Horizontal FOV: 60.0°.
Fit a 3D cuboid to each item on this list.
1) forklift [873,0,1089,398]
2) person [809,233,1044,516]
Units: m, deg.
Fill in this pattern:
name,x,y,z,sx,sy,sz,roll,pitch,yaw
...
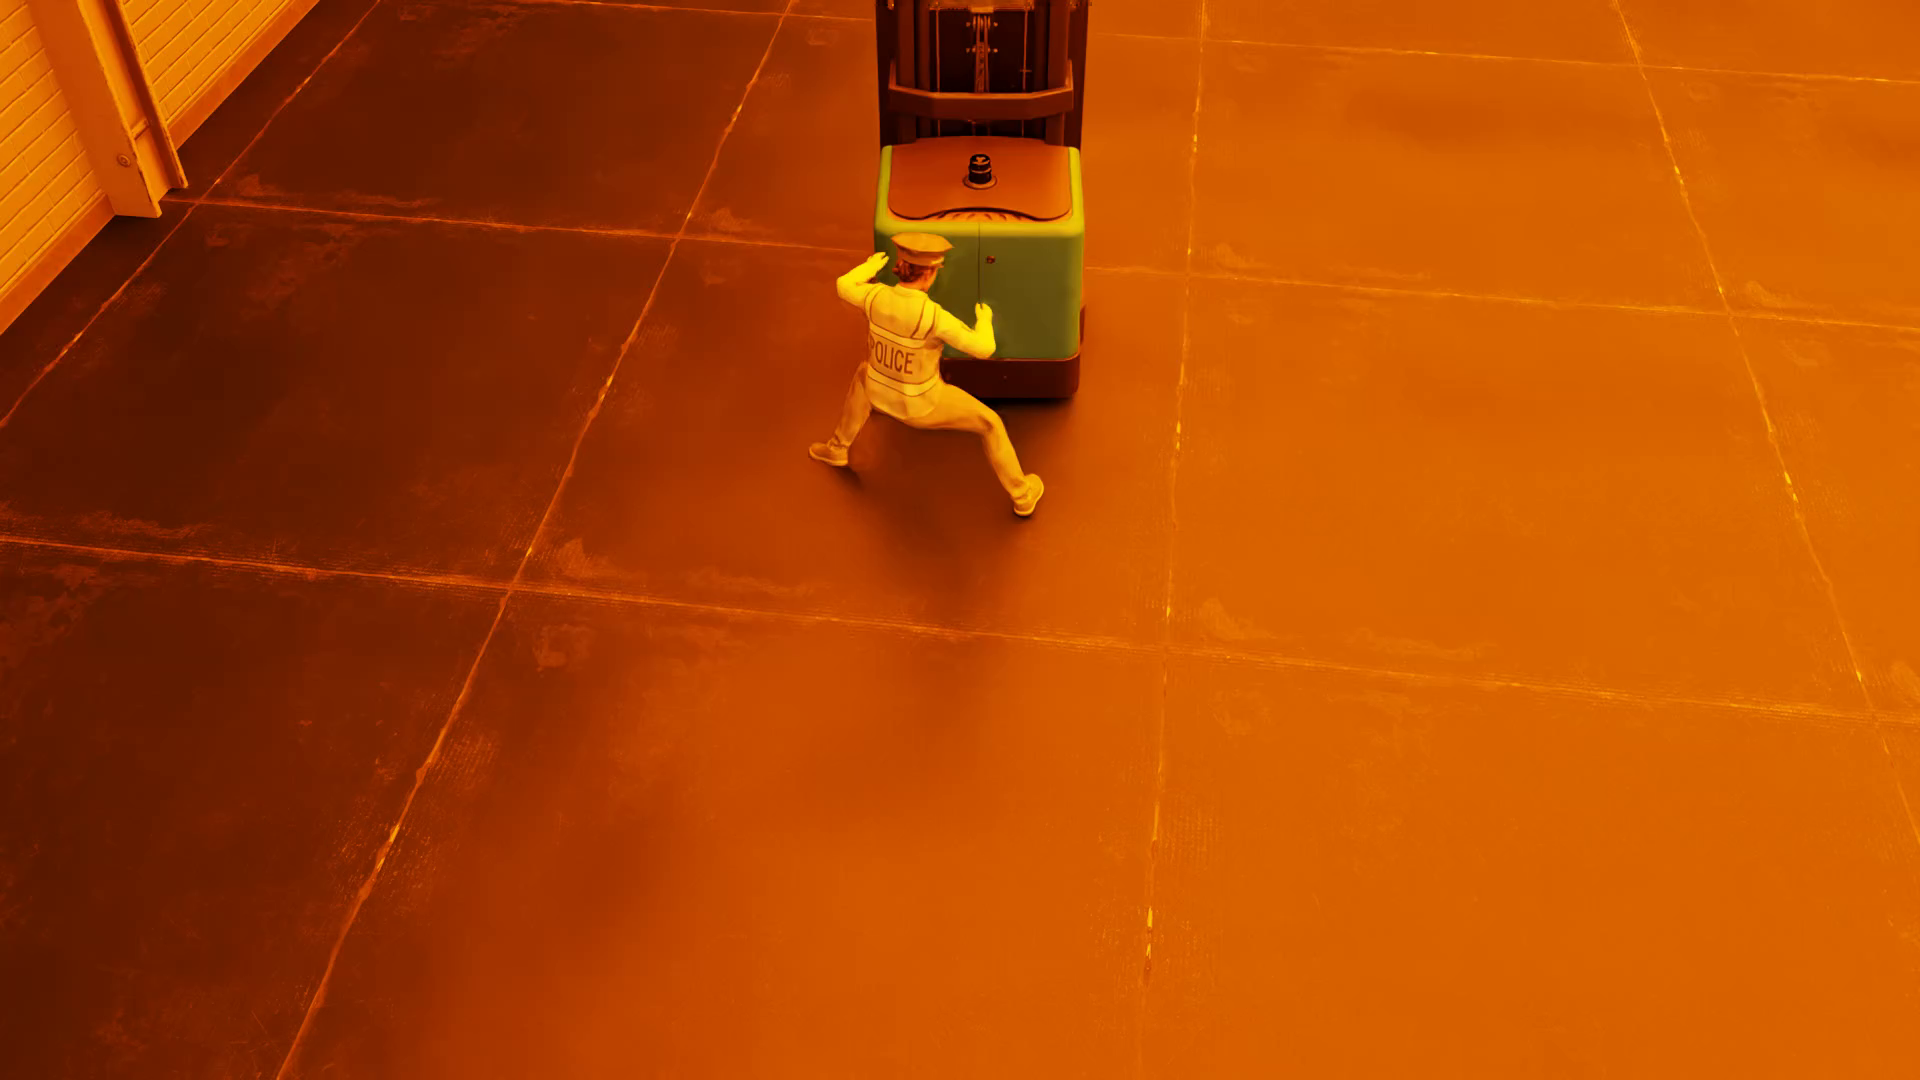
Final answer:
name,x,y,z,sx,sy,sz,roll,pitch,yaw
forklift,0.116,-2.787,8.758,1.130,2.935,3.031,1,43,1
person,-0.184,-0.821,7.710,1.162,1.452,0.630,24,48,24
